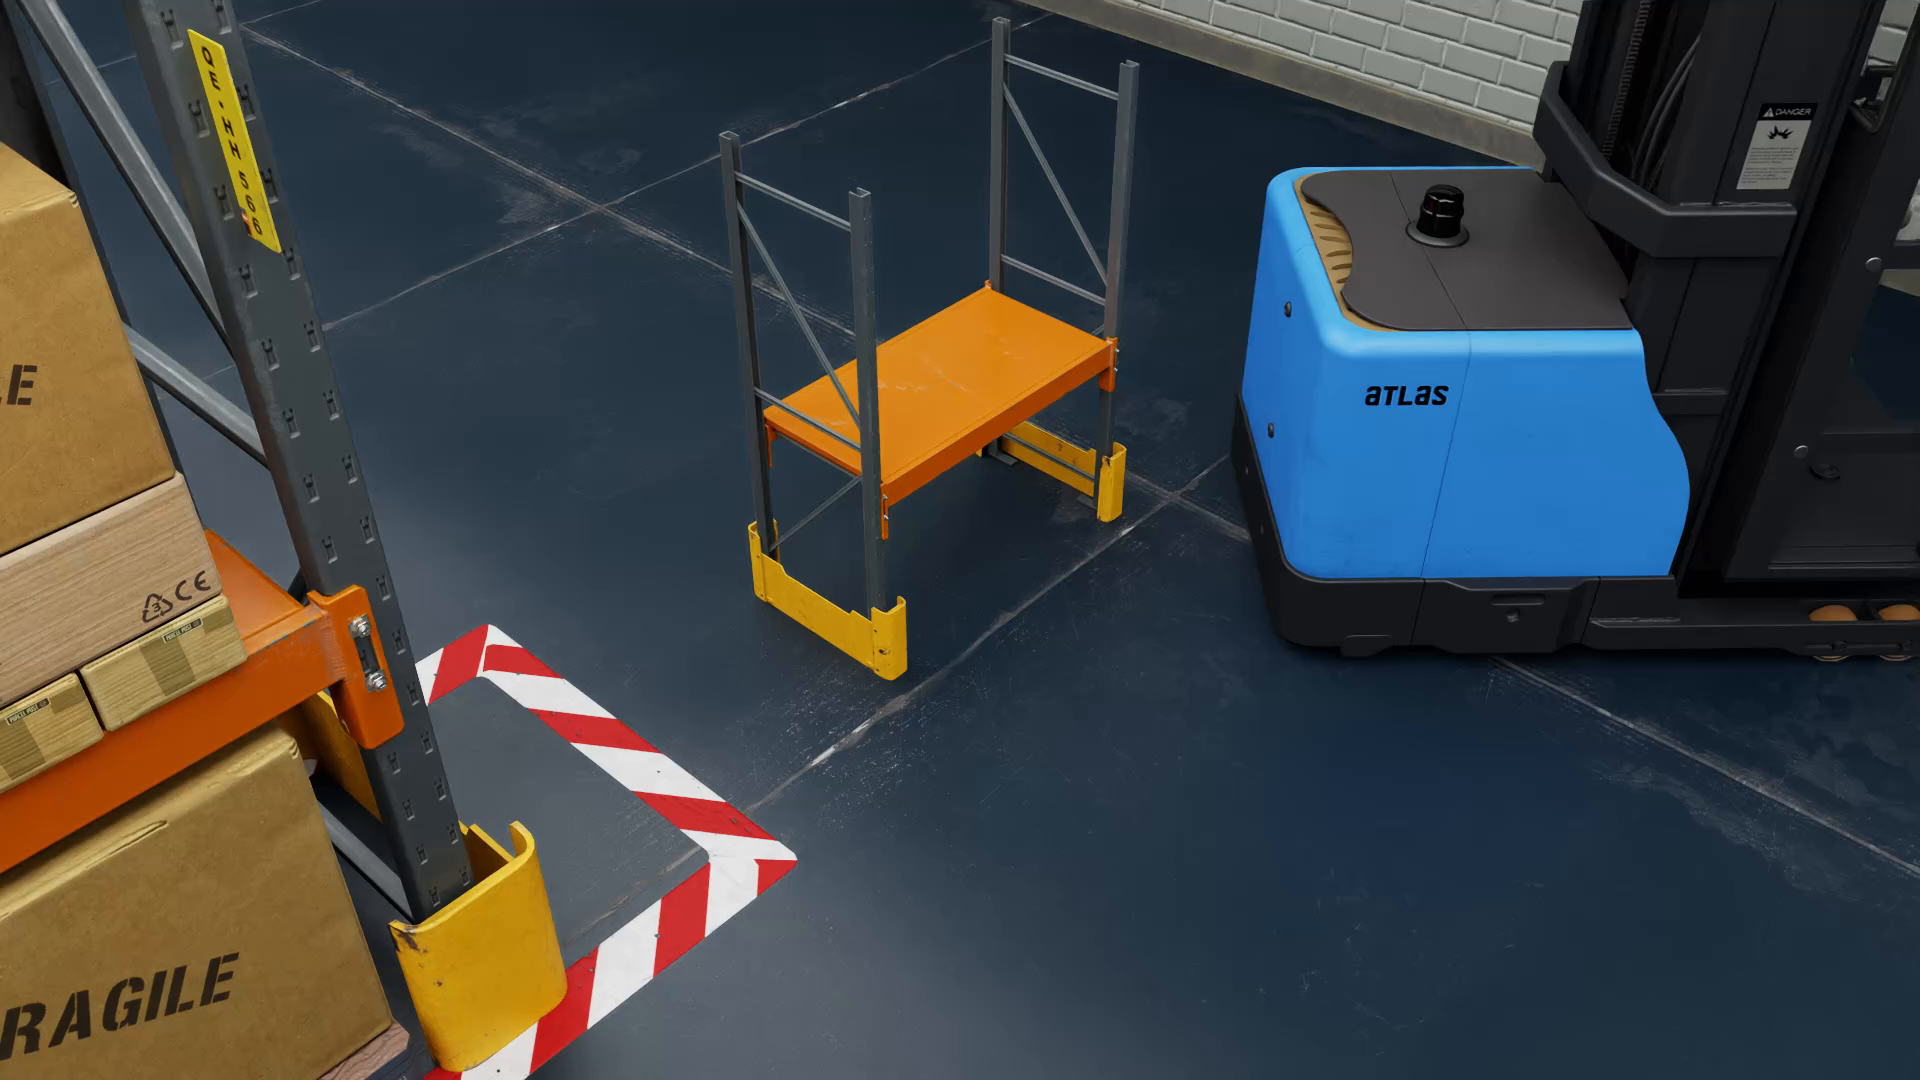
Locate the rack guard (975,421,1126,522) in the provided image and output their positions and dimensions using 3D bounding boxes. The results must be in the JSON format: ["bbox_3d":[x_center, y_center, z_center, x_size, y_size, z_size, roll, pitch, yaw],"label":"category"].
[{"bbox_3d":[0.285,-0.292,5.416,0.587,0.250,0.087,30,47,32],"label":"rack guard"}]

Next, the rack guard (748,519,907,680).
[{"bbox_3d":[-0.387,0.166,4.840,0.587,0.250,0.087,30,47,32],"label":"rack guard"}]

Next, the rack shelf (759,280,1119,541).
[{"bbox_3d":[-0.058,-0.407,4.846,0.538,0.185,1.000,30,47,32],"label":"rack shelf"}]

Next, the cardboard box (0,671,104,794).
[{"bbox_3d":[-1.632,0.249,2.729,0.380,0.149,0.250,30,47,32],"label":"cardboard box"}]

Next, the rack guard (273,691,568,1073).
[{"bbox_3d":[-1.445,0.696,3.974,1.175,0.500,0.348,30,47,32],"label":"rack guard"}]

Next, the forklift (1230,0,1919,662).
[{"bbox_3d":[2.414,-1.127,4.313,3.031,2.935,1.130,-1,38,-1],"label":"forklift"}]

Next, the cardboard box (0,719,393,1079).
[{"bbox_3d":[-1.833,0.723,3.300,0.875,0.875,0.875,30,47,32],"label":"cardboard box"}]

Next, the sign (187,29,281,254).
[{"bbox_3d":[-1.070,-0.583,2.453,0.100,0.325,0.005,30,47,32],"label":"sign"}]

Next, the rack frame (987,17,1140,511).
[{"bbox_3d":[0.285,-0.781,5.028,0.500,1.500,0.032,30,47,32],"label":"rack frame"}]

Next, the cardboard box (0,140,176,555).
[{"bbox_3d":[-1.595,-0.289,2.482,0.500,0.500,0.500,30,47,32],"label":"cardboard box"}]

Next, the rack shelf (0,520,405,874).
[{"bbox_3d":[-2.810,0.929,2.250,1.077,0.370,4.000,30,47,32],"label":"rack shelf"}]

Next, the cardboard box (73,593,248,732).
[{"bbox_3d":[-1.458,0.128,2.880,0.380,0.149,0.250,31,48,33],"label":"cardboard box"}]

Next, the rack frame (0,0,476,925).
[{"bbox_3d":[-1.461,-0.272,3.182,1.000,3.000,0.127,30,47,32],"label":"rack frame"}]

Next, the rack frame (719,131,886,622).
[{"bbox_3d":[-0.401,-0.314,4.440,0.500,1.500,0.032,30,47,32],"label":"rack frame"}]

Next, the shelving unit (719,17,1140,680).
[{"bbox_3d":[-0.051,-0.552,4.739,0.587,1.500,1.083,30,47,32],"label":"shelving unit"}]

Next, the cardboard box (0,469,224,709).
[{"bbox_3d":[-1.592,0.005,2.716,0.500,0.250,0.500,29,47,31],"label":"cardboard box"}]

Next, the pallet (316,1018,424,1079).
[{"bbox_3d":[-1.942,1.220,3.546,1.003,0.211,1.213,30,47,32],"label":"pallet"}]
